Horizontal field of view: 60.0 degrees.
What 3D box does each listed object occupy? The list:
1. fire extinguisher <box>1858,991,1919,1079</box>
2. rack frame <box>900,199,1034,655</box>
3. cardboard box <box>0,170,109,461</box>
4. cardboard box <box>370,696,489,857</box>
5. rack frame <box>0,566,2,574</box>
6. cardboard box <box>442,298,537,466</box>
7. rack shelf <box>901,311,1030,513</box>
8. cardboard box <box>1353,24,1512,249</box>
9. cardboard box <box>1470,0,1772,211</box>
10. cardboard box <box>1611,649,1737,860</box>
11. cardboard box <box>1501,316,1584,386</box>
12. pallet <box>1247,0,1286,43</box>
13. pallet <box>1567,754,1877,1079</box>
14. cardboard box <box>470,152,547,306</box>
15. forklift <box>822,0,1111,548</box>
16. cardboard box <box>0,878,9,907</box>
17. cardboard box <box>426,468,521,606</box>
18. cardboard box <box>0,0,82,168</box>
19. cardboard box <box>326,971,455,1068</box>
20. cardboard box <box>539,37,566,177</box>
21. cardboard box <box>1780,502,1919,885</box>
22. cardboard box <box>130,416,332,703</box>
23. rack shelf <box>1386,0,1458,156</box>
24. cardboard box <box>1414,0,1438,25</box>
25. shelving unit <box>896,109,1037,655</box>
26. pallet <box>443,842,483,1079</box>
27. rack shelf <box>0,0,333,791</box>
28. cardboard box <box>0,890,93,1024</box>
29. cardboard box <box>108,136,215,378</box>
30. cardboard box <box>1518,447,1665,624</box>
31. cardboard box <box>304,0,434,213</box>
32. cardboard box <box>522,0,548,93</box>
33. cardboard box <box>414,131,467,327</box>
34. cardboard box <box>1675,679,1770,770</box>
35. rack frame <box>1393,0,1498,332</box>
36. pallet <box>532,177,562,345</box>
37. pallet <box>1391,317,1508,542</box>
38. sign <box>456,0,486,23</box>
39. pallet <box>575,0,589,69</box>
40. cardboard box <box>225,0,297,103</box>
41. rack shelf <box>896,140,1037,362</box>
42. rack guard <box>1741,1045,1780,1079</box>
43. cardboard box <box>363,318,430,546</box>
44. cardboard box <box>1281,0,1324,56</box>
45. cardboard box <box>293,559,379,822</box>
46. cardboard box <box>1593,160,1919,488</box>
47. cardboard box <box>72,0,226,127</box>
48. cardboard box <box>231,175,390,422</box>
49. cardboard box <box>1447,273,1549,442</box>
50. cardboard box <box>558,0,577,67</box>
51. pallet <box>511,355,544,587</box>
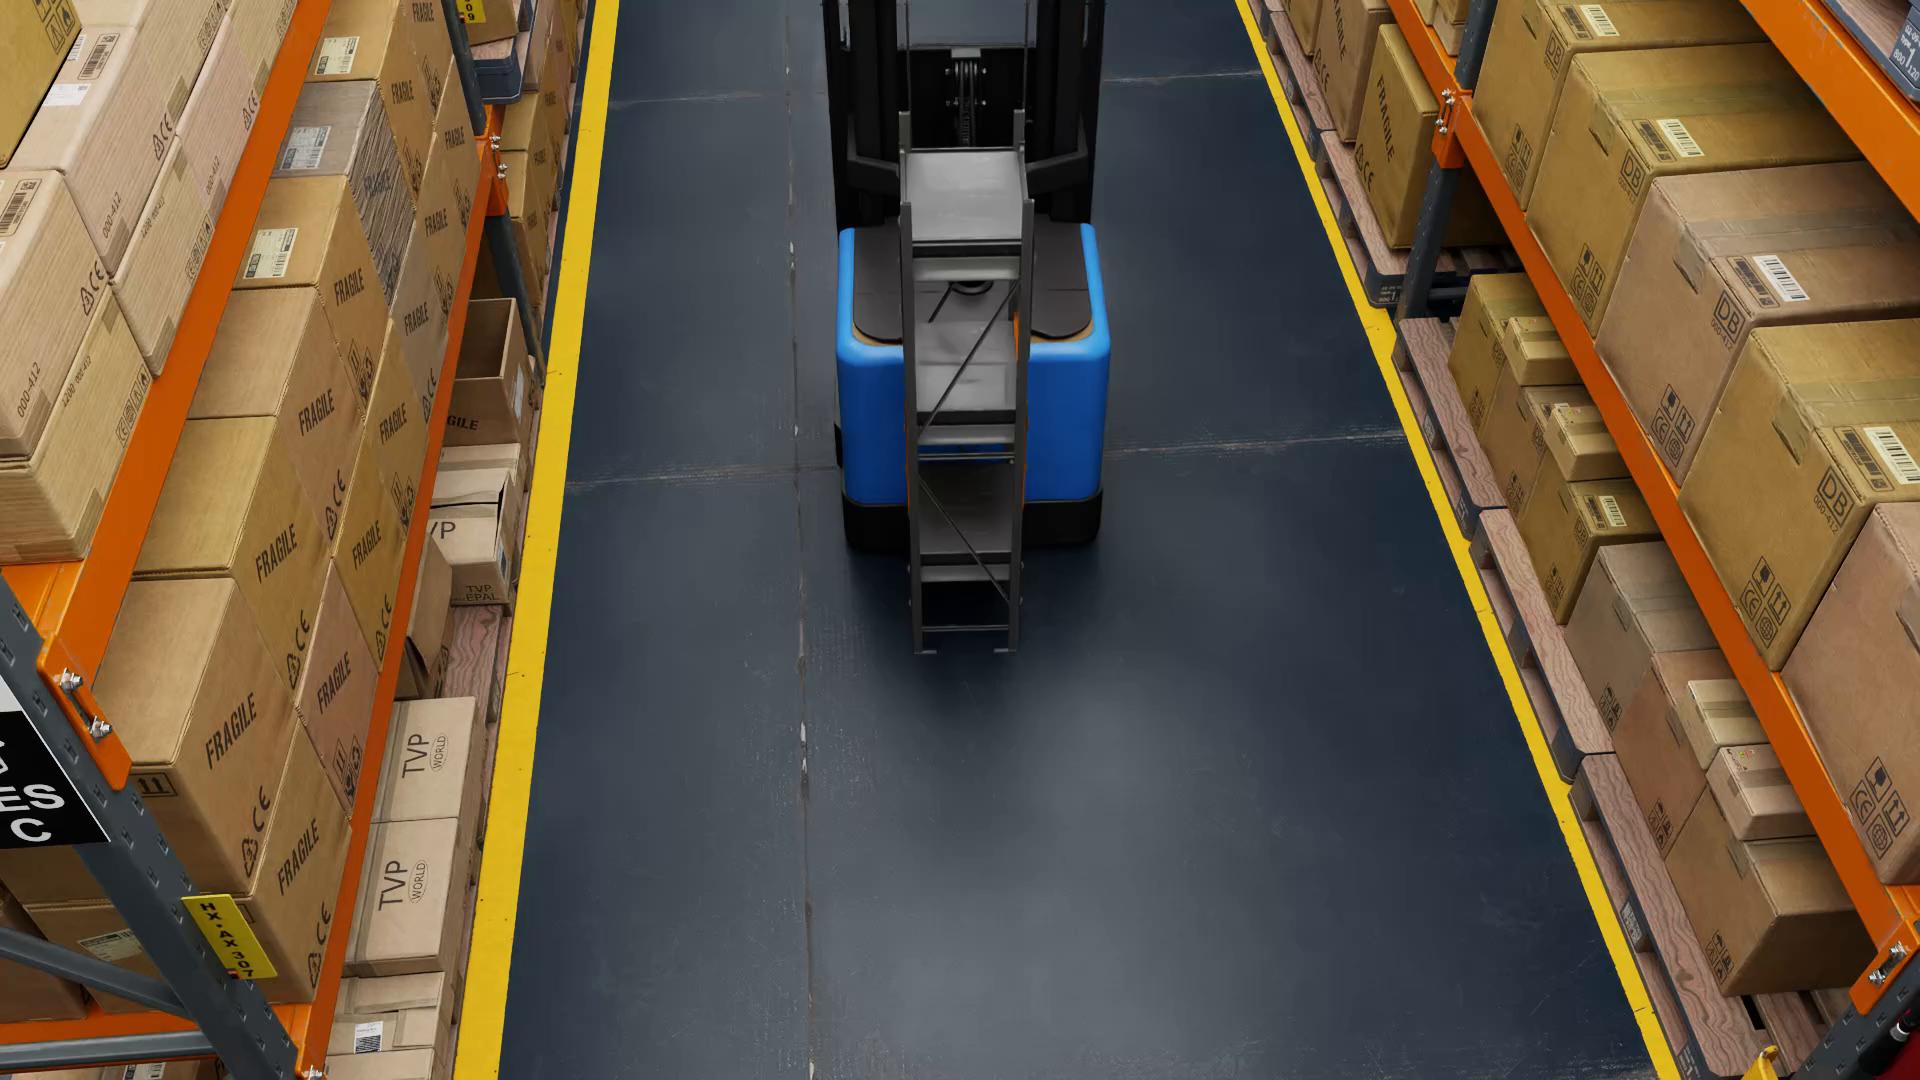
[{"bbox_3d":[2.436,1.144,4.047,0.296,0.674,0.183,-3,47,-3],"label":"fire extinguisher"},{"bbox_3d":[0.022,-0.284,5.709,0.400,2.100,0.015,-1,47,-1],"label":"rack frame"},{"bbox_3d":[-1.837,-0.383,2.877,0.500,0.250,0.500,-3,47,-3],"label":"cardboard box"},{"bbox_3d":[-1.899,0.816,5.638,0.500,0.250,0.500,-3,47,-3],"label":"cardboard box"},{"bbox_3d":[-2.053,-0.907,1.548,1.000,3.000,0.127,-3,47,-3],"label":"rack frame"},{"bbox_3d":[-2.057,-0.635,6.840,0.500,0.500,0.500,-3,47,-3],"label":"cardboard box"},{"bbox_3d":[0.014,-0.452,5.887,0.431,0.518,0.480,-1,47,-1],"label":"rack shelf"},{"bbox_3d":[2.364,-1.909,7.820,0.750,0.750,0.750,-3,47,-3],"label":"cardboard box"},{"bbox_3d":[2.577,-1.752,6.273,0.980,0.700,0.700,-3,47,-3],"label":"cardboard box"},{"bbox_3d":[2.683,0.705,5.585,0.700,0.500,0.500,-4,47,-3],"label":"cardboard box"},{"bbox_3d":[2.355,-0.744,6.510,0.380,0.149,0.250,-2,47,-2],"label":"cardboard box"},{"bbox_3d":[2.204,-3.402,9.963,1.003,0.211,1.213,-3,47,-3],"label":"pallet"},{"bbox_3d":[2.738,1.237,5.569,1.003,0.211,1.213,-3,47,-3],"label":"pallet"},{"bbox_3d":[-2.185,-1.395,7.560,0.500,0.500,0.500,-5,47,-5],"label":"cardboard box"},{"bbox_3d":[0.006,-2.035,6.796,1.130,2.935,3.031,-1,47,-1],"label":"forklift"},{"bbox_3d":[-2.364,0.472,3.616,0.500,0.500,0.500,-4,47,-4],"label":"cardboard box"},{"bbox_3d":[-1.995,-0.027,6.395,0.500,0.311,0.500,-3,47,-3],"label":"cardboard box"},{"bbox_3d":[-2.070,-0.991,2.936,0.700,0.500,0.500,-3,47,-3],"label":"cardboard box"},{"bbox_3d":[-1.766,1.474,5.073,0.380,0.166,0.250,-3,47,-3],"label":"cardboard box"},{"bbox_3d":[-2.276,-2.142,8.268,0.500,0.500,0.500,-3,47,-3],"label":"cardboard box"},{"bbox_3d":[2.830,0.381,4.253,0.980,0.700,0.700,-2,47,-1],"label":"cardboard box"},{"bbox_3d":[-1.879,0.063,4.003,0.500,0.500,0.500,-3,47,-3],"label":"cardboard box"},{"bbox_3d":[2.381,-3.242,8.386,1.077,0.370,4.000,-3,47,-3],"label":"rack shelf"},{"bbox_3d":[2.193,-2.371,7.225,0.380,0.149,0.250,-3,47,-3],"label":"cardboard box"},{"bbox_3d":[0.014,-0.461,5.877,0.431,2.100,0.503,-1,47,-1],"label":"shelving unit"},{"bbox_3d":[-2.127,1.483,5.337,1.003,0.211,1.213,-3,47,-3],"label":"pallet"},{"bbox_3d":[-2.220,-1.075,4.268,1.077,0.370,4.000,-3,47,-3],"label":"rack shelf"},{"bbox_3d":[-2.362,0.814,3.981,0.500,0.500,0.500,-2,47,-2],"label":"cardboard box"},{"bbox_3d":[-1.872,-0.574,3.401,0.500,0.250,0.500,-3,47,-3],"label":"cardboard box"},{"bbox_3d":[2.588,-0.044,6.295,0.700,0.500,0.500,-3,47,-2],"label":"cardboard box"},{"bbox_3d":[-2.042,-1.396,5.385,0.500,0.500,0.500,-4,47,-4],"label":"cardboard box"},{"bbox_3d":[-2.269,-2.376,7.973,0.500,0.250,0.500,-3,47,-3],"label":"cardboard box"},{"bbox_3d":[-2.046,-1.053,5.749,0.500,0.500,0.500,-2,47,-2],"label":"cardboard box"},{"bbox_3d":[2.510,0.577,5.260,0.380,0.149,0.250,-2,47,-2],"label":"cardboard box"},{"bbox_3d":[2.548,-2.042,6.754,1.000,3.000,0.127,-3,47,-3],"label":"rack frame"},{"bbox_3d":[-2.494,-1.365,8.034,1.003,0.211,1.213,-3,47,-3],"label":"pallet"},{"bbox_3d":[2.534,-0.528,7.241,1.003,0.211,1.213,-3,47,-3],"label":"pallet"},{"bbox_3d":[-1.848,-2.074,6.189,0.100,0.325,0.005,-3,47,-3],"label":"sign"},{"bbox_3d":[-2.698,-3.131,9.706,1.003,0.211,1.213,-3,47,-3],"label":"pallet"},{"bbox_3d":[-1.963,-1.297,4.086,0.500,0.250,0.500,-3,47,-3],"label":"cardboard box"},{"bbox_3d":[0.014,-0.933,5.379,0.431,0.518,0.480,-1,47,-1],"label":"rack shelf"},{"bbox_3d":[2.885,1.729,4.905,1.175,0.500,0.348,-3,47,-3],"label":"rack guard"},{"bbox_3d":[-1.955,-0.314,5.049,0.500,0.500,0.500,-3,47,-3],"label":"cardboard box"},{"bbox_3d":[2.211,-3.167,9.011,0.750,0.750,0.750,-4,47,-3],"label":"cardboard box"},{"bbox_3d":[-1.876,0.412,4.362,0.500,0.500,0.500,-4,47,-4],"label":"cardboard box"},{"bbox_3d":[2.704,-0.697,5.274,0.980,0.700,0.700,-6,47,-5],"label":"cardboard box"},{"bbox_3d":[-1.920,-1.107,3.562,0.500,0.250,0.500,-3,47,-3],"label":"cardboard box"},{"bbox_3d":[-1.959,-0.667,4.695,0.500,0.500,0.500,-4,47,-4],"label":"cardboard box"},{"bbox_3d":[2.509,-0.779,6.991,0.700,0.500,0.500,-3,47,-3],"label":"cardboard box"},{"bbox_3d":[-2.367,-2.887,8.973,0.500,0.500,0.500,-5,47,-5],"label":"cardboard box"},{"bbox_3d":[-2.331,-0.282,7.009,1.003,0.211,1.213,-3,47,-3],"label":"pallet"}]
